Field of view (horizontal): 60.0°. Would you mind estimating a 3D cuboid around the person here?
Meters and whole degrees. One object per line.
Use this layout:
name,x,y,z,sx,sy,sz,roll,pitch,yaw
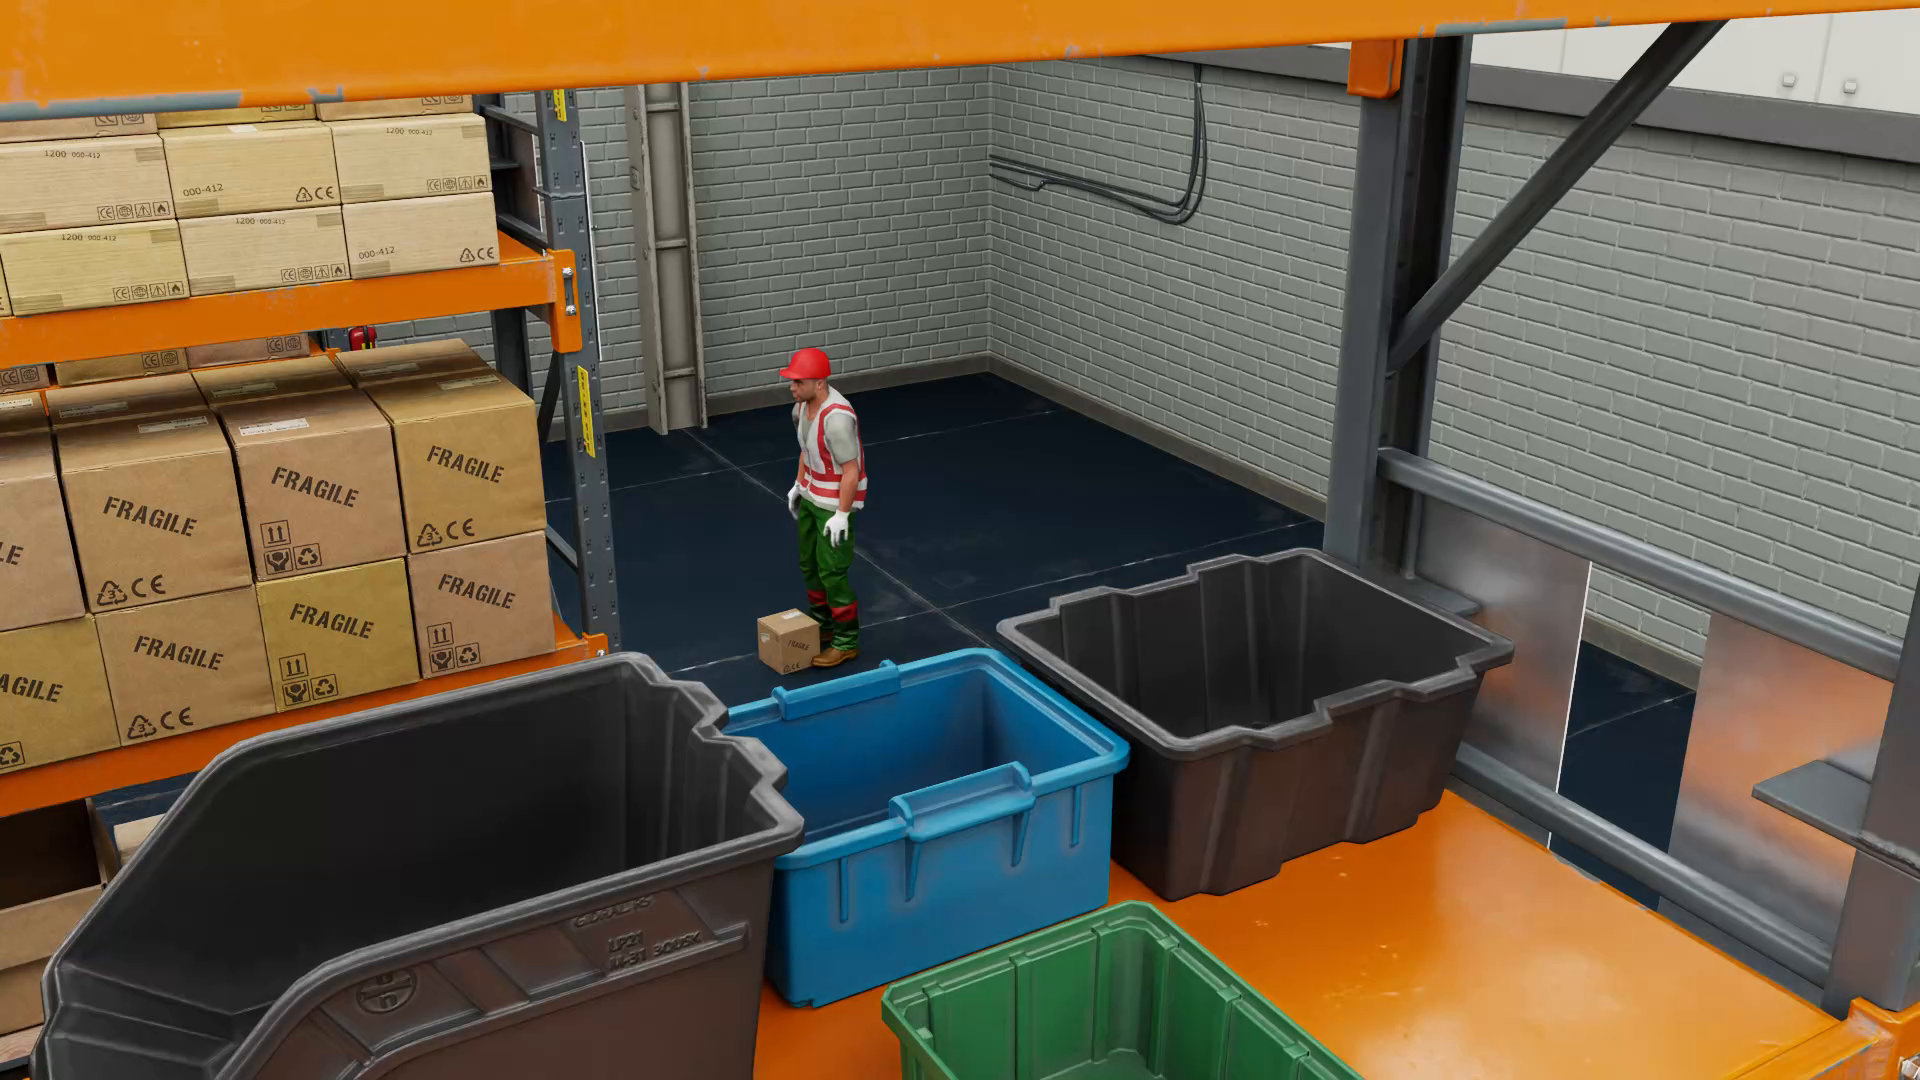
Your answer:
person,-0.748,-0.215,9.031,0.449,1.722,0.581,-12,25,-28
